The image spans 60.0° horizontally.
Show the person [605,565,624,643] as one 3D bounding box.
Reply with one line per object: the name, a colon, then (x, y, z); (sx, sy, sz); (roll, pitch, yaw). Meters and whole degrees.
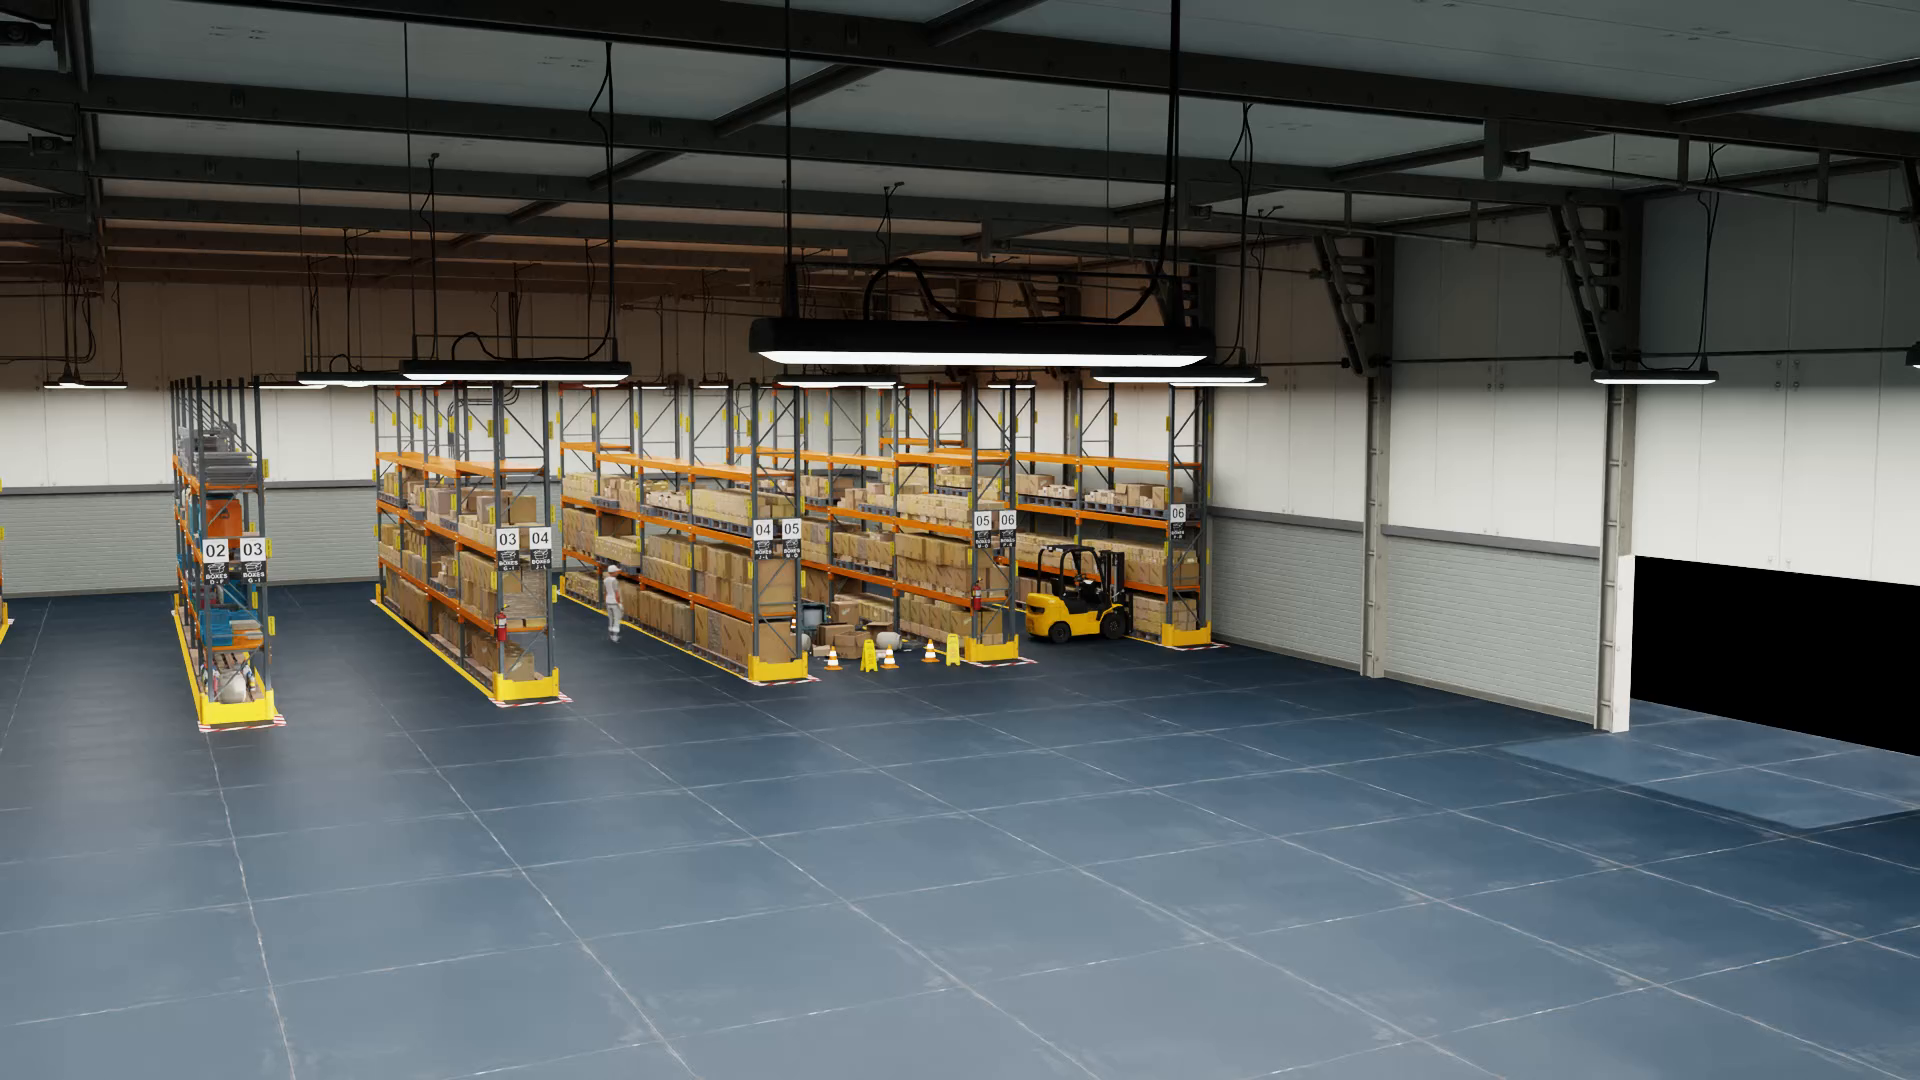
person: (-7.862, 1.456, 38.067); (0.577, 1.789, 0.582); (4, 6, 35)
